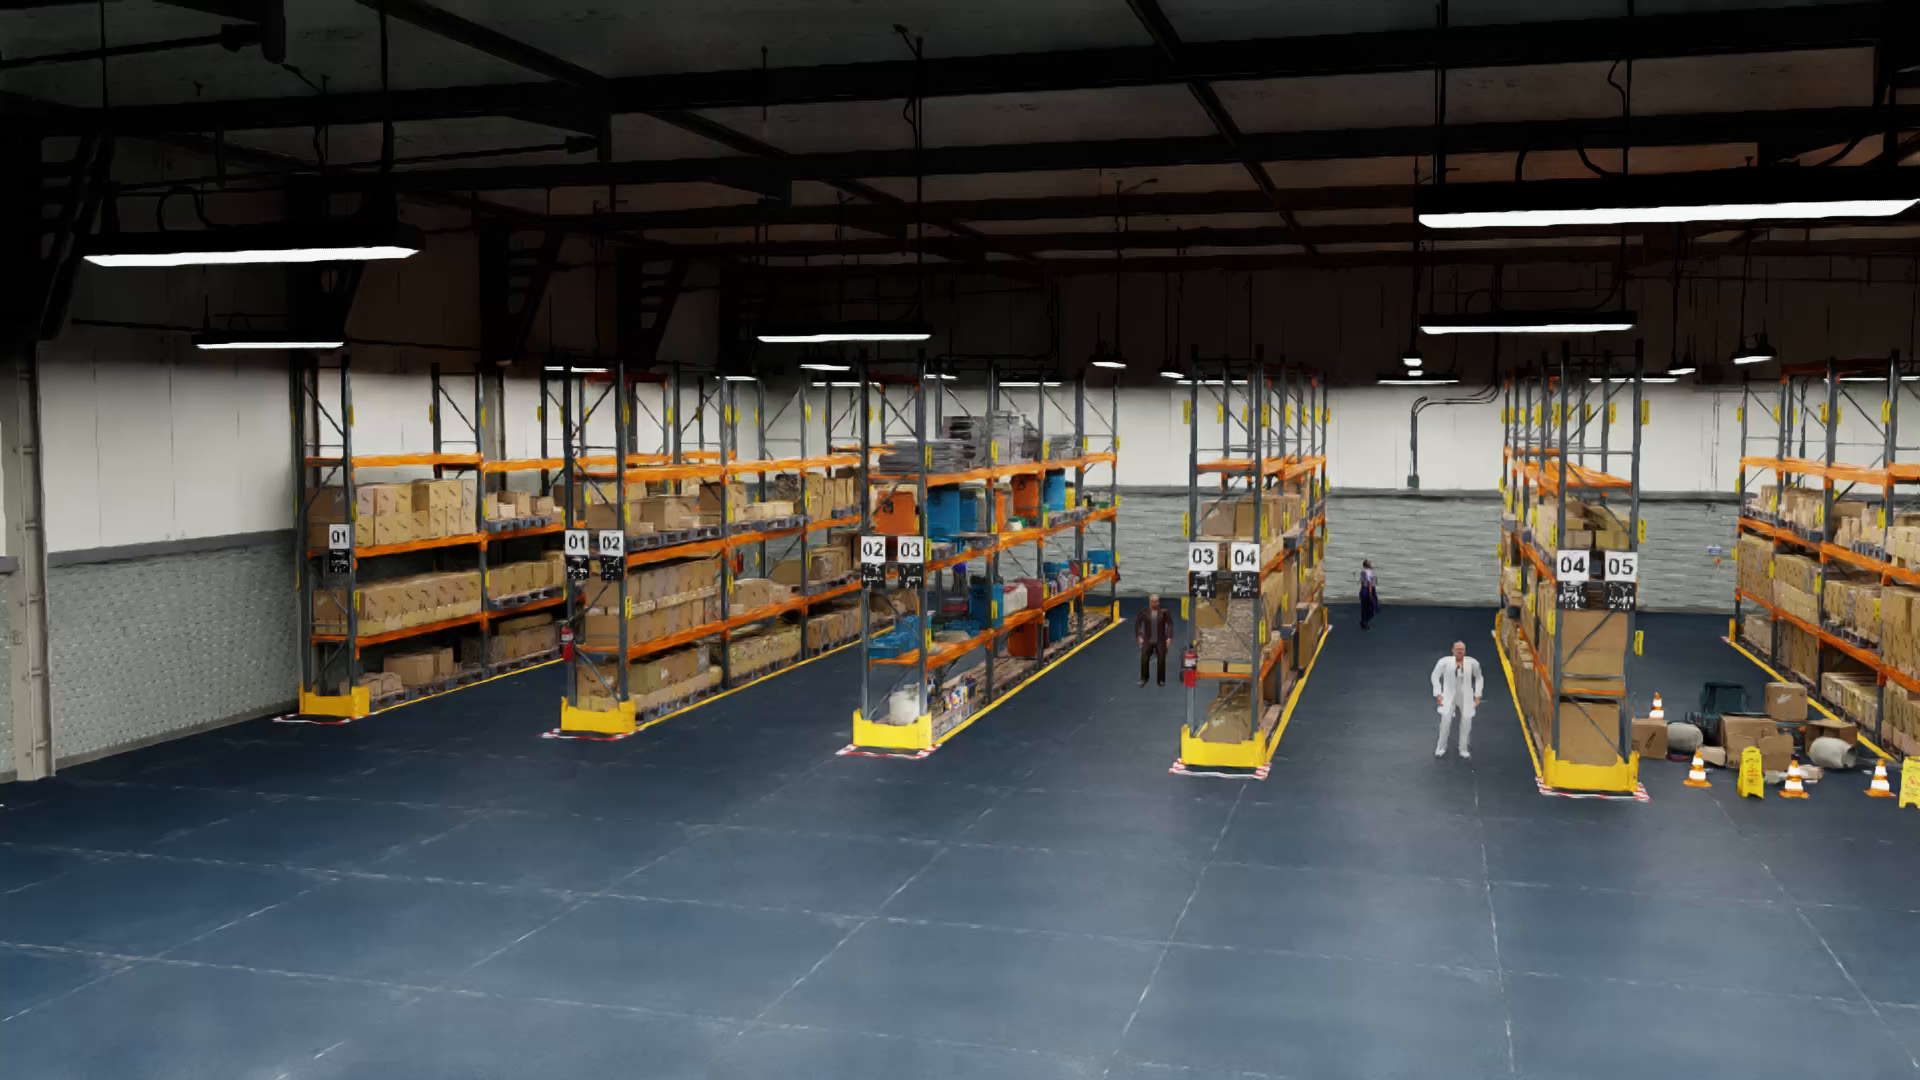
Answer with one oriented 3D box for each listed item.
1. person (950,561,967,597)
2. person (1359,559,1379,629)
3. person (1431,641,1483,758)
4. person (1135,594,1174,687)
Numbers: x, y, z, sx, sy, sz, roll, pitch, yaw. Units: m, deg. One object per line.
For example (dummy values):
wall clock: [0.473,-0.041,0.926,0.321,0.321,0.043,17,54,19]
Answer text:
person: [-0.073,0.997,42.441,0.434,1.659,0.654,4,6,44]
person: [9.522,1.270,38.865,0.401,1.645,0.525,-1,4,-14]
person: [7.260,2.319,24.314,0.729,1.733,0.546,1,4,14]
person: [3.576,1.845,30.641,0.729,1.733,0.546,1,4,14]
